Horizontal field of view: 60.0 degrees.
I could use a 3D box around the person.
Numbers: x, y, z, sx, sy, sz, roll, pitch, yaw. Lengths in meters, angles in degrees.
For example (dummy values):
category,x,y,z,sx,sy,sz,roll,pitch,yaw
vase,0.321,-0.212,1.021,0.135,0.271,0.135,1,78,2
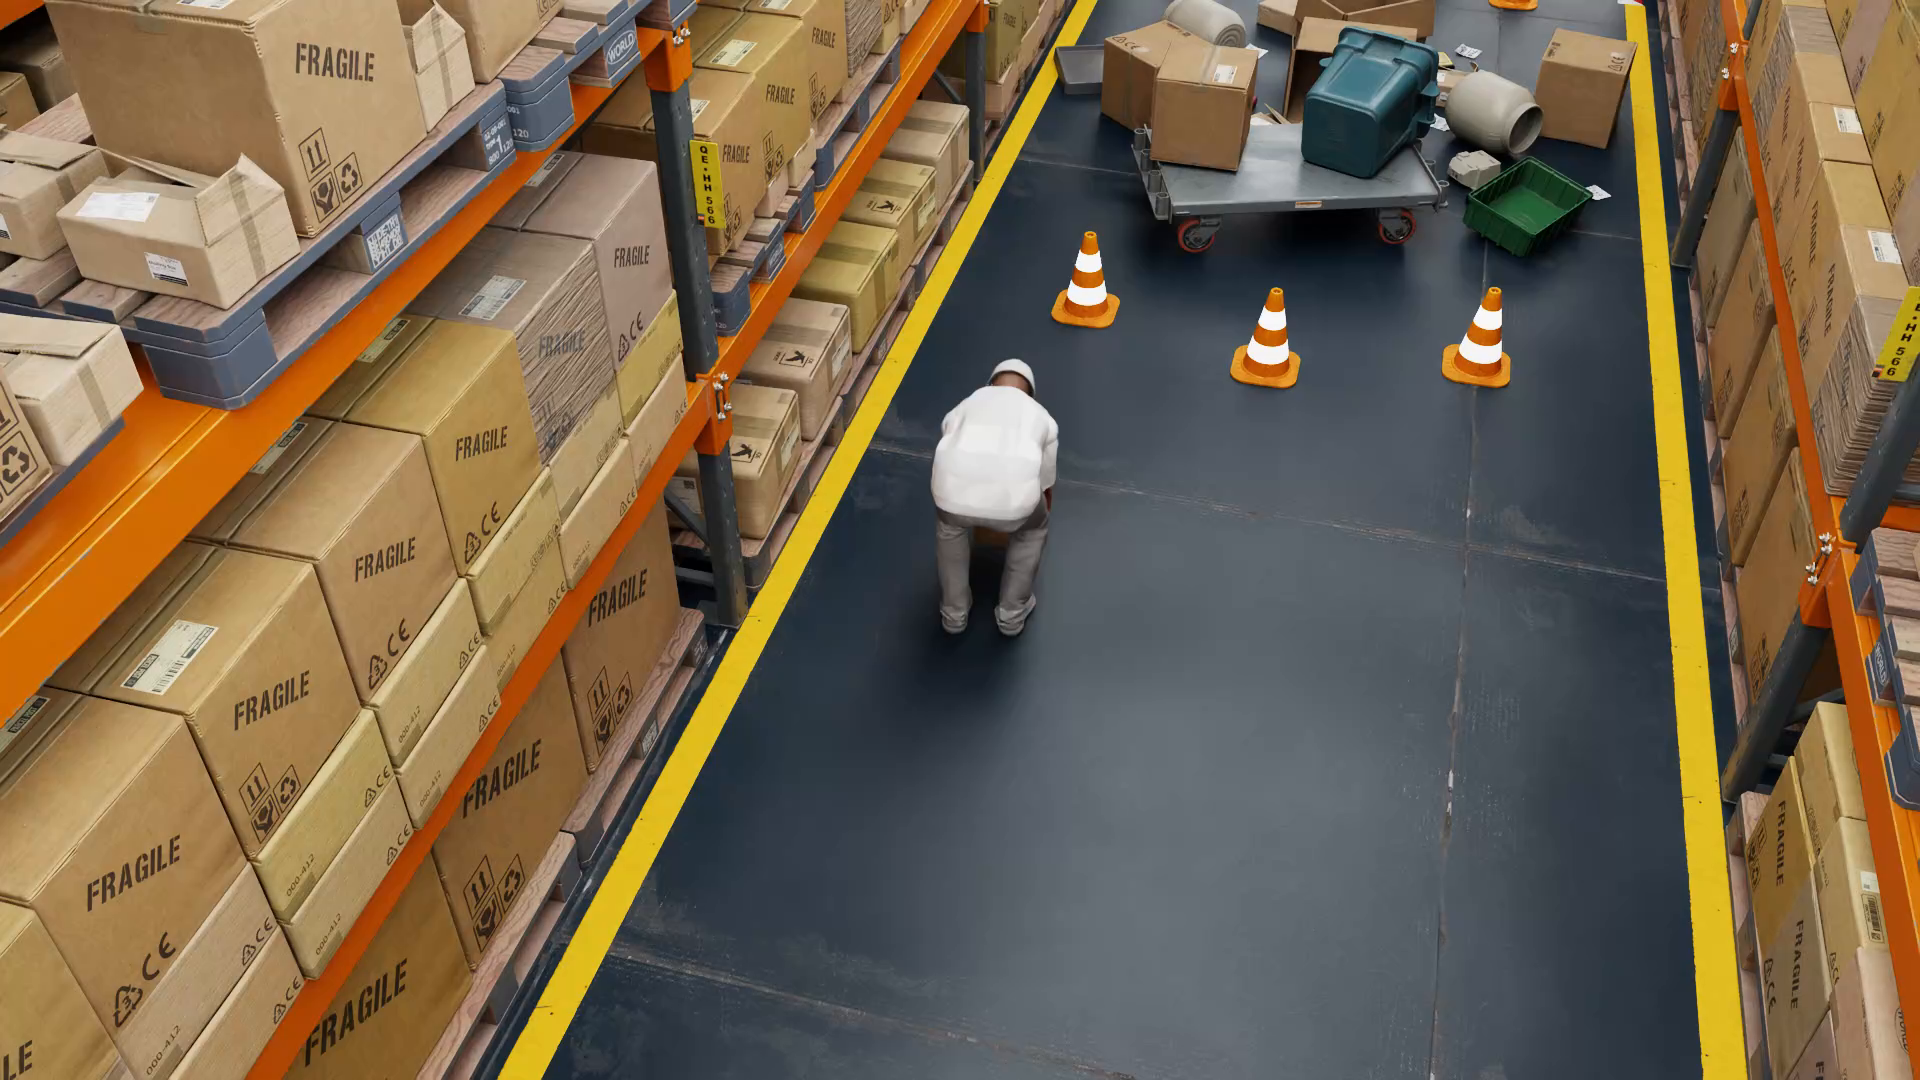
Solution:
category,x,y,z,sx,sy,sz,roll,pitch,yaw
person,0.146,-0.186,6.914,0.486,1.031,0.979,6,41,7
